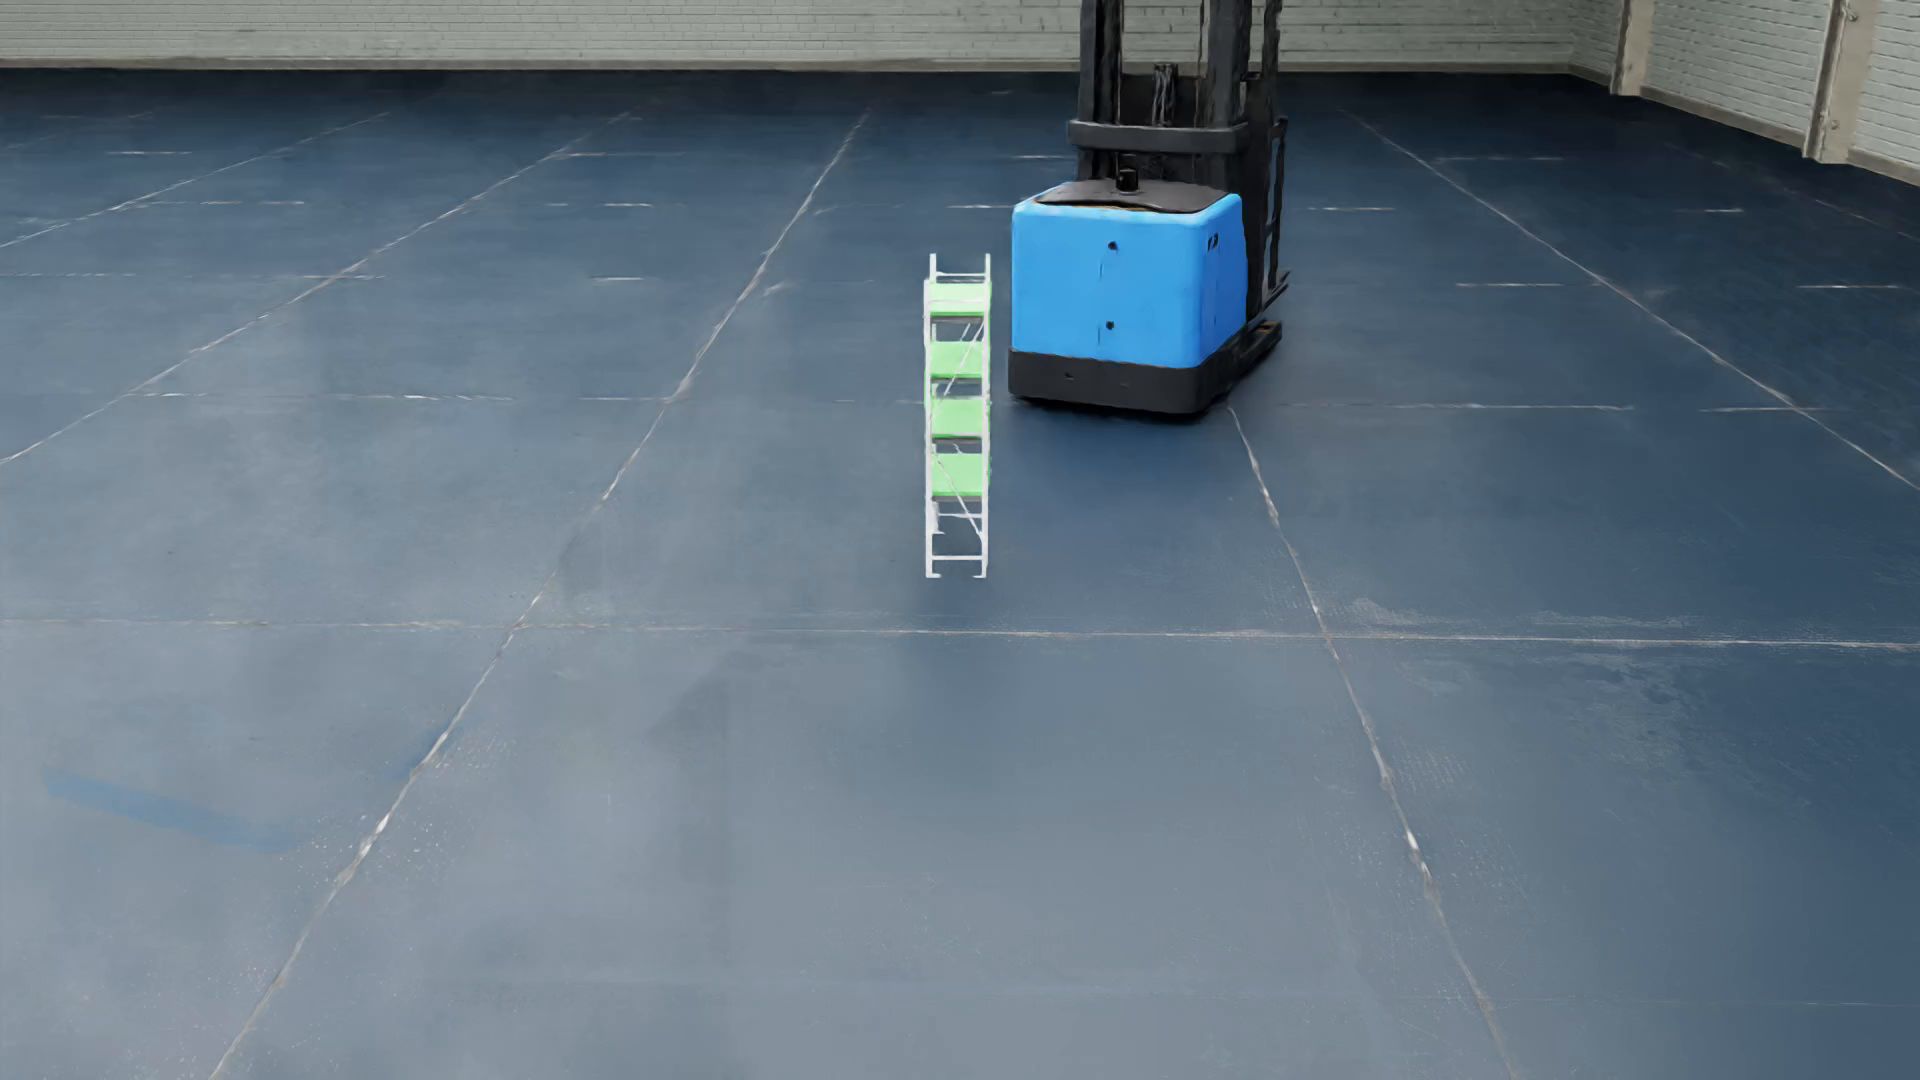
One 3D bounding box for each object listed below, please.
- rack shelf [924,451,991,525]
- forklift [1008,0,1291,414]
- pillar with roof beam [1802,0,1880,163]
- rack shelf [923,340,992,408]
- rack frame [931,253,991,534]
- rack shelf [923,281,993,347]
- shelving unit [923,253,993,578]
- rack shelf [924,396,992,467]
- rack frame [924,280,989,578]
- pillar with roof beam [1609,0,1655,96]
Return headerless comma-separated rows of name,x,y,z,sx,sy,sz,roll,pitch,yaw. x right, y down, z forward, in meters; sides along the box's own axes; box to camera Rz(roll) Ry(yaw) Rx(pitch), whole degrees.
rack shelf,-0.005,-0.216,6.768,0.258,0.148,0.480,1,21,2
forklift,1.296,-2.506,9.435,1.130,2.935,3.031,9,23,21
pillar with roof beam,4.593,-8.147,15.586,9.100,9.000,0.400,1,21,2
rack shelf,-0.005,-0.664,6.594,0.258,0.148,0.480,1,21,2
rack frame,0.002,-0.588,6.885,0.240,1.200,0.015,1,21,2
rack shelf,-0.005,-0.887,6.507,0.258,0.148,0.480,1,21,2
shelving unit,-0.005,-0.500,6.658,0.258,1.200,0.503,1,21,2
rack shelf,-0.005,-0.440,6.681,0.258,0.148,0.480,1,21,2
rack frame,-0.012,-0.411,6.430,0.240,1.200,0.015,1,21,2
pillar with roof beam,4.776,-10.316,21.177,9.100,9.000,0.400,1,21,2
